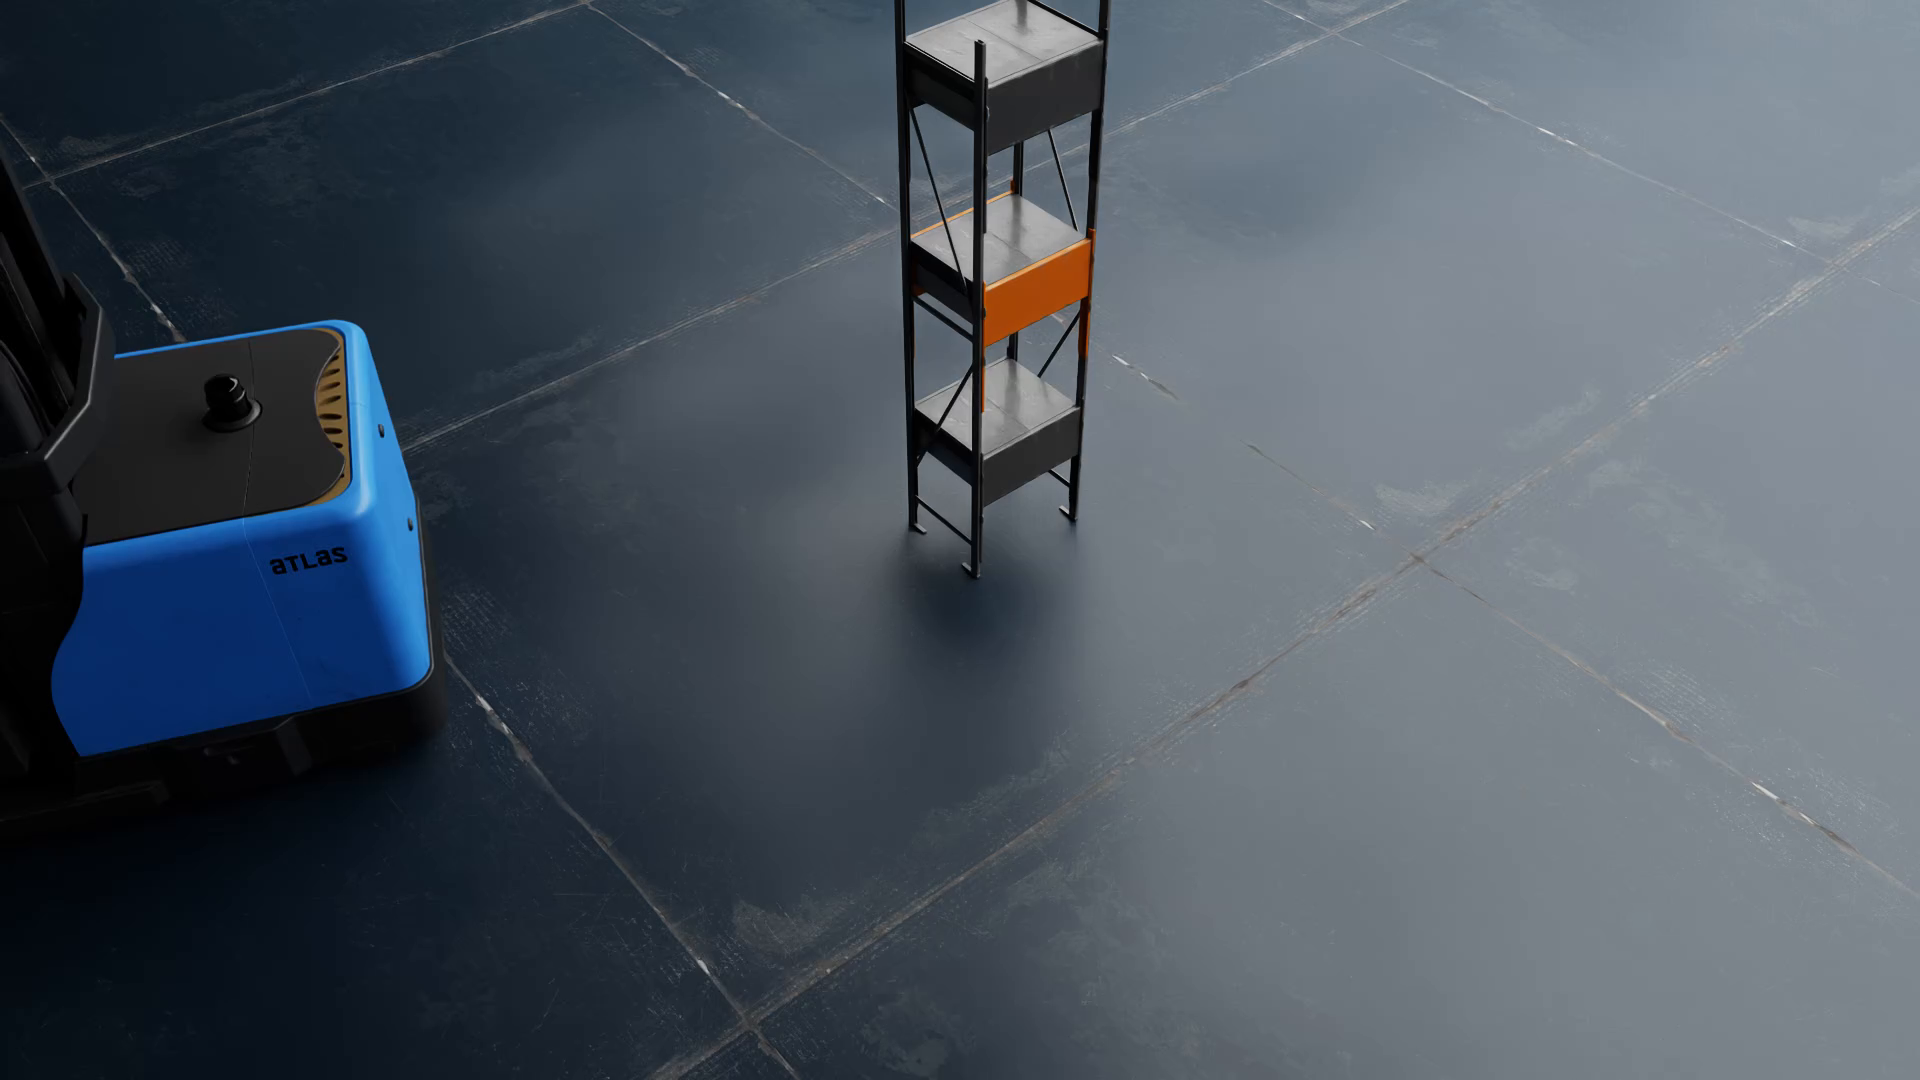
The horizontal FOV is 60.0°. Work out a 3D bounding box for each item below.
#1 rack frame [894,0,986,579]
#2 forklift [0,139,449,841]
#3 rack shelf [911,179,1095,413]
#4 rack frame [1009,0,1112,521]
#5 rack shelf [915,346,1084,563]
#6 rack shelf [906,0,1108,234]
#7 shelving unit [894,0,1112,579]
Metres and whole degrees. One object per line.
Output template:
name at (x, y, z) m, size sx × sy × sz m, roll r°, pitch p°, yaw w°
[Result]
rack frame at (-0.060, -0.731, 5.494) m, size 0.015 × 2.100 × 0.400 m, roll -30°, pitch 51°, yaw -28°
forklift at (-3.272, -0.422, 4.558) m, size 3.031 × 2.935 × 1.130 m, roll -12°, pitch 44°, yaw -12°
rack shelf at (0.127, -0.828, 5.618) m, size 0.480 × 0.518 × 0.431 m, roll -30°, pitch 51°, yaw -28°
rack frame at (0.314, -0.945, 5.723) m, size 0.015 × 2.100 × 0.400 m, roll -30°, pitch 51°, yaw -28°
rack shelf at (0.127, -0.318, 6.097) m, size 0.480 × 0.518 × 0.431 m, roll -30°, pitch 51°, yaw -28°
rack shelf at (0.127, -1.338, 5.139) m, size 0.480 × 0.518 × 0.431 m, roll -30°, pitch 51°, yaw -28°
shelving unit at (0.127, -0.838, 5.609) m, size 0.503 × 2.100 × 0.431 m, roll -30°, pitch 51°, yaw -28°
